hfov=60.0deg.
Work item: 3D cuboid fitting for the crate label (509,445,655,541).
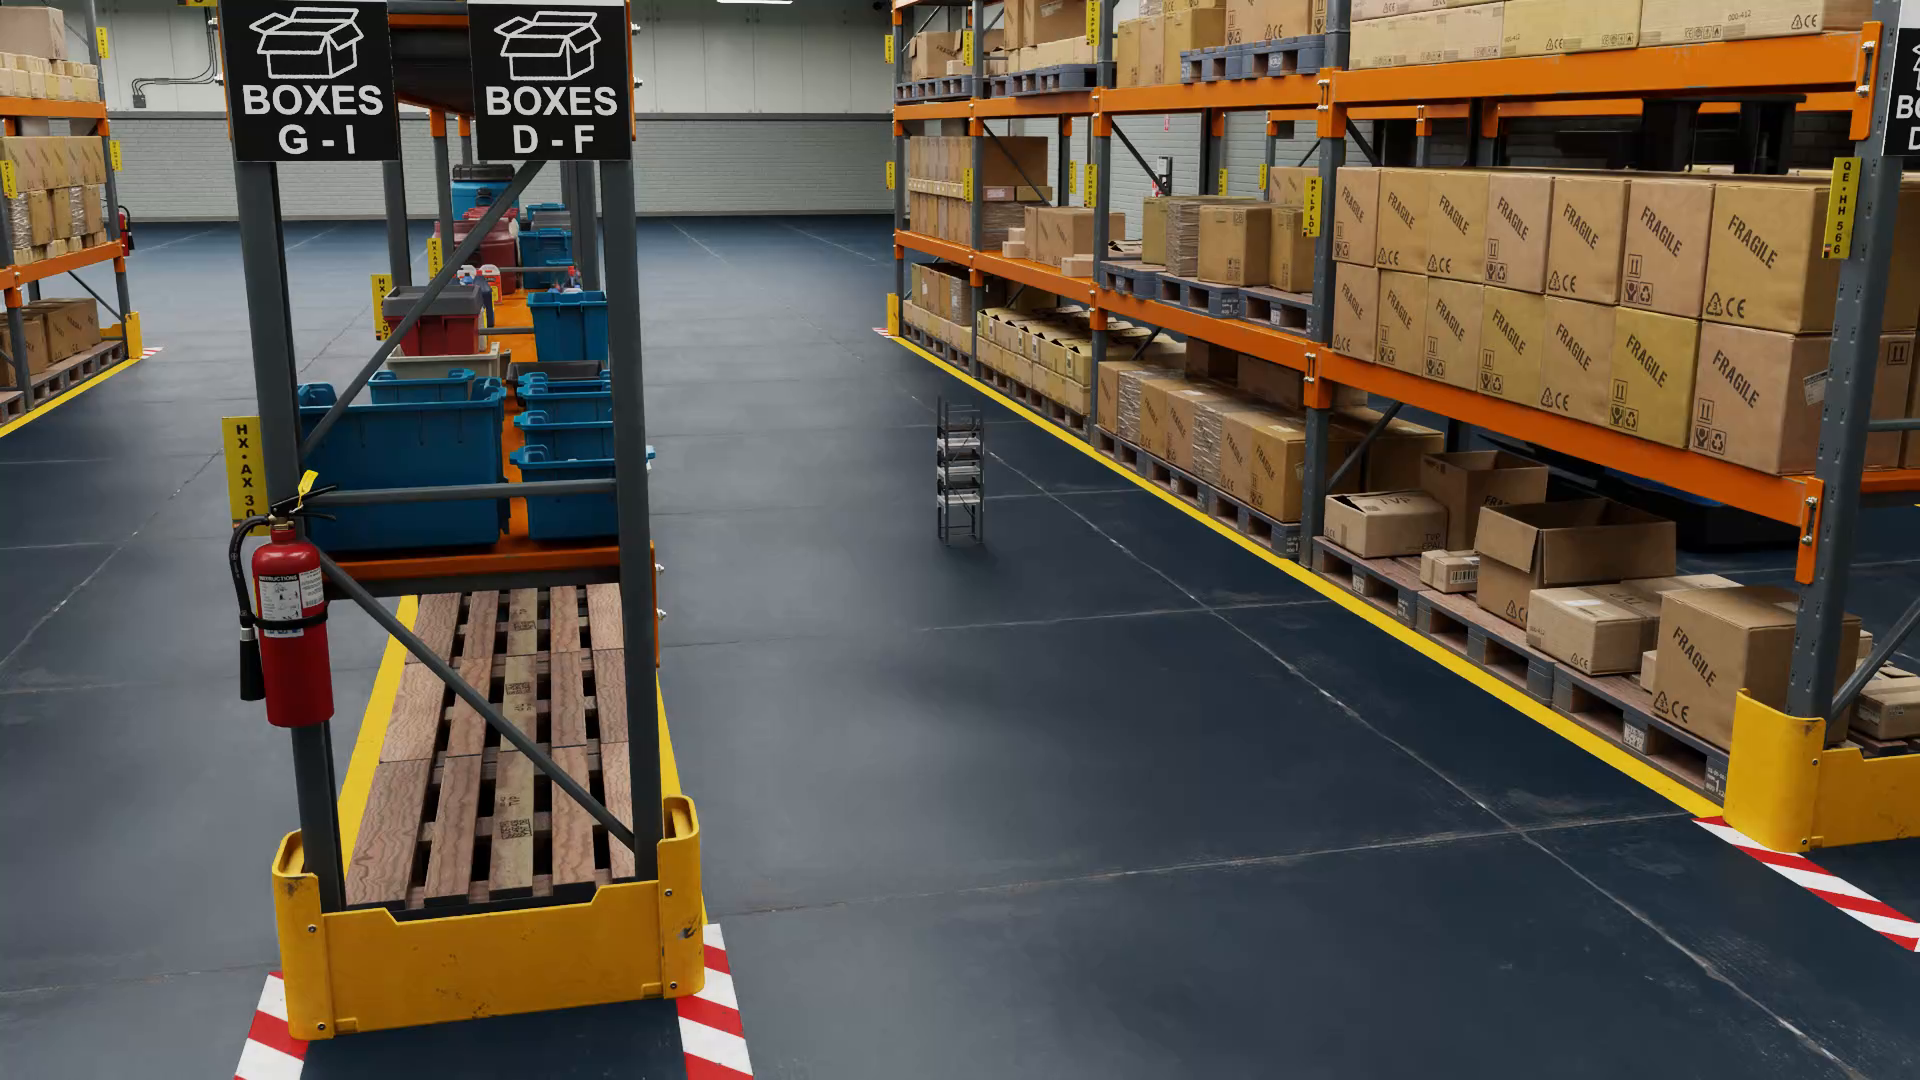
[{"bbox_3d":[-1.115,-0.147,4.936,0.416,0.233,0.303,-3,14,-13],"label":"crate label"}]

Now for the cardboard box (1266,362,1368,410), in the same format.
[{"bbox_3d":[2.388,-1.042,11.131,0.500,0.250,0.500,-3,14,-13],"label":"cardboard box"}]

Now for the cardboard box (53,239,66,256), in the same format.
[{"bbox_3d":[-9.133,-2.906,16.531,0.380,0.149,0.250,-3,14,-13],"label":"cardboard box"}]

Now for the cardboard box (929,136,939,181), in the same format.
[{"bbox_3d":[0.039,-4.411,19.219,0.700,0.500,0.500,-3,14,-13],"label":"cardboard box"}]

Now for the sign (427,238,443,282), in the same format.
[{"bbox_3d":[-3.789,-2.017,12.018,0.100,0.325,0.005,-3,14,-13],"label":"sign"}]

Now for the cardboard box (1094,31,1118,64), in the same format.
[{"bbox_3d":[1.399,-3.935,13.323,0.500,0.250,0.500,-4,14,-17],"label":"cardboard box"}]

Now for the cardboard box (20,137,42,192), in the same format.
[{"bbox_3d":[-8.987,-3.528,15.605,0.500,0.500,0.500,-3,14,-13],"label":"cardboard box"}]

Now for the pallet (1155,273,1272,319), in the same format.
[{"bbox_3d":[2.021,-1.703,11.483,1.003,0.211,1.213,-3,14,-13],"label":"pallet"}]

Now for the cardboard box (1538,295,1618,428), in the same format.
[{"bbox_3d":[2.832,-0.771,7.052,0.500,0.500,0.500,-3,14,-13],"label":"cardboard box"}]

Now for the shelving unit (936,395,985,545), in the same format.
[{"bbox_3d":[0.002,-0.435,10.313,0.258,0.900,0.210,-3,14,-13],"label":"shelving unit"}]

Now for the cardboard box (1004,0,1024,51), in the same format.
[{"bbox_3d":[0.727,-4.976,16.004,0.507,0.500,0.507,-3,14,-12],"label":"cardboard box"}]

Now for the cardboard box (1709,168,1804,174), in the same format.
[{"bbox_3d":[6.357,-2.846,13.296,0.500,0.250,0.500,-3,14,-14],"label":"cardboard box"}]

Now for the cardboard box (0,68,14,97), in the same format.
[{"bbox_3d":[-8.866,-4.119,14.961,0.500,0.250,0.500,-4,14,-15],"label":"cardboard box"}]

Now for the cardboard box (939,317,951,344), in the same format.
[{"bbox_3d":[0.060,-2.361,18.680,0.500,0.250,0.500,-3,14,-13],"label":"cardboard box"}]

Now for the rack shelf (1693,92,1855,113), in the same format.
[{"bbox_3d":[6.844,-3.168,12.270,1.077,0.370,4.000,-3,14,-13],"label":"rack shelf"}]

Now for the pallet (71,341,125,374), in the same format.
[{"bbox_3d":[-9.775,-1.978,18.077,1.003,0.211,1.213,-3,14,-13],"label":"pallet"}]

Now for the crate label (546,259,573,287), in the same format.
[{"bbox_3d":[-2.990,-2.006,12.672,0.303,0.233,0.416,-3,14,-13],"label":"crate label"}]

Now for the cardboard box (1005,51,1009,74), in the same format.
[{"bbox_3d":[0.759,-5.076,17.174,0.500,0.500,0.500,-2,14,-9],"label":"cardboard box"}]

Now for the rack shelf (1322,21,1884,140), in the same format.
[{"bbox_3d":[2.969,-1.968,7.360,1.077,0.370,4.000,-3,14,-13],"label":"rack shelf"}]

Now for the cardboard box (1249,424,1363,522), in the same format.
[{"bbox_3d":[2.105,-0.419,10.164,0.500,0.500,0.500,-3,14,-13],"label":"cardboard box"}]

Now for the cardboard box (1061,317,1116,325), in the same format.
[{"bbox_3d":[1.237,-1.996,16.004,0.500,0.311,0.500,-3,14,-13],"label":"cardboard box"}]

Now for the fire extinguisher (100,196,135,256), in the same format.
[{"bbox_3d":[-9.528,-3.554,18.816,0.296,0.674,0.183,-3,14,-13],"label":"fire extinguisher"}]

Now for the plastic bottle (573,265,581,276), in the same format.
[{"bbox_3d":[-2.692,-1.790,11.680,0.061,0.283,0.133,-3,14,-13],"label":"plastic bottle"}]

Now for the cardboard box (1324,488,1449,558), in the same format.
[{"bbox_3d":[2.388,-0.121,9.340,0.500,0.311,0.500,-3,14,-13],"label":"cardboard box"}]

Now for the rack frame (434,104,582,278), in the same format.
[{"bbox_3d":[-3.256,-1.970,12.169,1.000,3.000,0.127,-3,14,-13],"label":"rack frame"}]

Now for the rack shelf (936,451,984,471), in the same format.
[{"bbox_3d":[0.002,-0.490,10.299,0.258,0.077,0.200,-3,14,-13],"label":"rack shelf"}]

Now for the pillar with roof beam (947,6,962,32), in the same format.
[{"bbox_3d":[-4.321,-12.465,42.488,9.100,9.000,0.400,-3,14,-13],"label":"pillar with roof beam"}]

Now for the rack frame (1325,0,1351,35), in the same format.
[{"bbox_3d":[2.499,-4.236,8.807,1.000,3.000,0.127,-3,14,-13],"label":"rack frame"}]

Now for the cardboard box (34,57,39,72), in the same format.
[{"bbox_3d":[-9.129,-4.585,16.031,0.380,0.149,0.250,-4,14,-14],"label":"cardboard box"}]

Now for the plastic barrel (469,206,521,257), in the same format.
[{"bbox_3d":[-4.184,-2.726,14.977,0.433,0.535,0.433,0,14,0],"label":"plastic barrel"}]

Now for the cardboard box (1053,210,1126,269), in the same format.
[{"bbox_3d":[1.150,-2.680,14.865,0.500,0.500,0.500,-4,14,-16],"label":"cardboard box"}]

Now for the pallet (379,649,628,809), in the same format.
[{"bbox_3d":[-1.816,0.757,6.883,1.003,0.211,1.213,-3,14,-13],"label":"pallet"}]

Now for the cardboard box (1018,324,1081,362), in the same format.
[{"bbox_3d":[0.838,-1.845,15.384,0.500,0.311,0.500,-3,14,-12],"label":"cardboard box"}]

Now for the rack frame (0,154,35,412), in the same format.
[{"bbox_3d":[-9.010,-2.616,14.816,1.000,3.000,0.127,-3,14,-13],"label":"rack frame"}]

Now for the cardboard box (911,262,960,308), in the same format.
[{"bbox_3d":[-0.290,-3.072,20.008,0.500,0.500,0.500,-3,14,-13],"label":"cardboard box"}]

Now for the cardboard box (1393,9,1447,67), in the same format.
[{"bbox_3d":[2.486,-2.465,8.192,0.500,0.250,0.500,-3,14,-13],"label":"cardboard box"}]

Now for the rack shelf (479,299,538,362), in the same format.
[{"bbox_3d":[-2.786,-1.159,10.366,1.077,0.370,4.000,-3,14,-13],"label":"rack shelf"}]

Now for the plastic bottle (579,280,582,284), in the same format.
[{"bbox_3d":[-2.403,-1.506,10.519,0.061,0.283,0.133,-3,14,-13],"label":"plastic bottle"}]

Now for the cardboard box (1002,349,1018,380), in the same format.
[{"bbox_3d":[0.718,-1.692,15.940,0.500,0.250,0.500,-4,14,-15],"label":"cardboard box"}]

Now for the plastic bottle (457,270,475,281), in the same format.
[{"bbox_3d":[-3.360,-1.685,11.265,0.152,0.276,0.135,-3,14,-13],"label":"plastic bottle"}]

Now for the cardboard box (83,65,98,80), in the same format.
[{"bbox_3d":[-9.580,-5.071,18.017,0.380,0.149,0.250,-3,14,-13],"label":"cardboard box"}]

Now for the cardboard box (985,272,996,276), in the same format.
[{"bbox_3d":[0.581,-2.755,18.714,0.500,0.500,0.500,-3,14,-13],"label":"cardboard box"}]

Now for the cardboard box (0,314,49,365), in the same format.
[{"bbox_3d":[-9.429,-1.971,16.557,0.500,0.500,0.500,-5,14,-18],"label":"cardboard box"}]

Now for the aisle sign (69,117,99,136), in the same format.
[{"bbox_3d":[-9.672,-4.833,18.412,0.394,0.787,0.004,-3,14,-13],"label":"aisle sign"}]

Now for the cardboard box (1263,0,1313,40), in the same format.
[{"bbox_3d":[2.274,-3.354,10.207,0.600,0.600,0.600,-3,14,-14],"label":"cardboard box"}]

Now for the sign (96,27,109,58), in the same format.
[{"bbox_3d":[-9.405,-5.453,18.240,0.100,0.325,0.005,-3,14,-13],"label":"sign"}]

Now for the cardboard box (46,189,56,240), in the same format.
[{"bbox_3d":[-9.354,-3.144,16.137,0.875,0.500,0.500,-3,14,-13],"label":"cardboard box"}]

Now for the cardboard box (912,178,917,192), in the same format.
[{"bbox_3d":[-0.371,-4.291,20.093,0.380,0.149,0.250,-4,14,-15],"label":"cardboard box"}]

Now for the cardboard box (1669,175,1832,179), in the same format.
[{"bbox_3d":[3.348,-1.287,7.056,0.500,0.500,0.500,-3,14,-12],"label":"cardboard box"}]

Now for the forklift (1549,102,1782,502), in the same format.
[{"bbox_3d":[5.429,-2.038,12.592,3.258,2.935,5.519,-3,14,-12],"label":"forklift"}]

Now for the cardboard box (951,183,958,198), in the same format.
[{"bbox_3d":[0.111,-3.817,18.153,0.380,0.149,0.250,-3,14,-13],"label":"cardboard box"}]

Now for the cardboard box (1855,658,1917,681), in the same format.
[{"bbox_3d":[3.616,0.590,6.736,0.380,0.166,0.250,-3,14,-13],"label":"cardboard box"}]

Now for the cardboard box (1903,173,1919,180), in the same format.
[{"bbox_3d":[6.845,-2.378,11.382,0.500,0.250,0.500,-3,14,-12],"label":"cardboard box"}]

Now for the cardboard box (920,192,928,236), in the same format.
[{"bbox_3d":[-0.094,-3.910,19.899,0.700,0.500,0.500,-3,14,-12],"label":"cardboard box"}]

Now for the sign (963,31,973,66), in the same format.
[{"bbox_3d":[0.081,-4.883,16.518,0.100,0.325,0.005,-3,14,-13],"label":"sign"}]

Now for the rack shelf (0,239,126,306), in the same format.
[{"bbox_3d":[-9.479,-2.728,16.790,1.077,0.370,4.000,-3,14,-13],"label":"rack shelf"}]

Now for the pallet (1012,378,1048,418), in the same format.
[{"bbox_3d":[1.122,-1.363,15.563,1.003,0.211,1.213,-3,14,-13],"label":"pallet"}]

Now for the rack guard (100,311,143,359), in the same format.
[{"bbox_3d":[-9.931,-2.307,18.818,1.175,0.500,0.348,-3,14,-13],"label":"rack guard"}]
